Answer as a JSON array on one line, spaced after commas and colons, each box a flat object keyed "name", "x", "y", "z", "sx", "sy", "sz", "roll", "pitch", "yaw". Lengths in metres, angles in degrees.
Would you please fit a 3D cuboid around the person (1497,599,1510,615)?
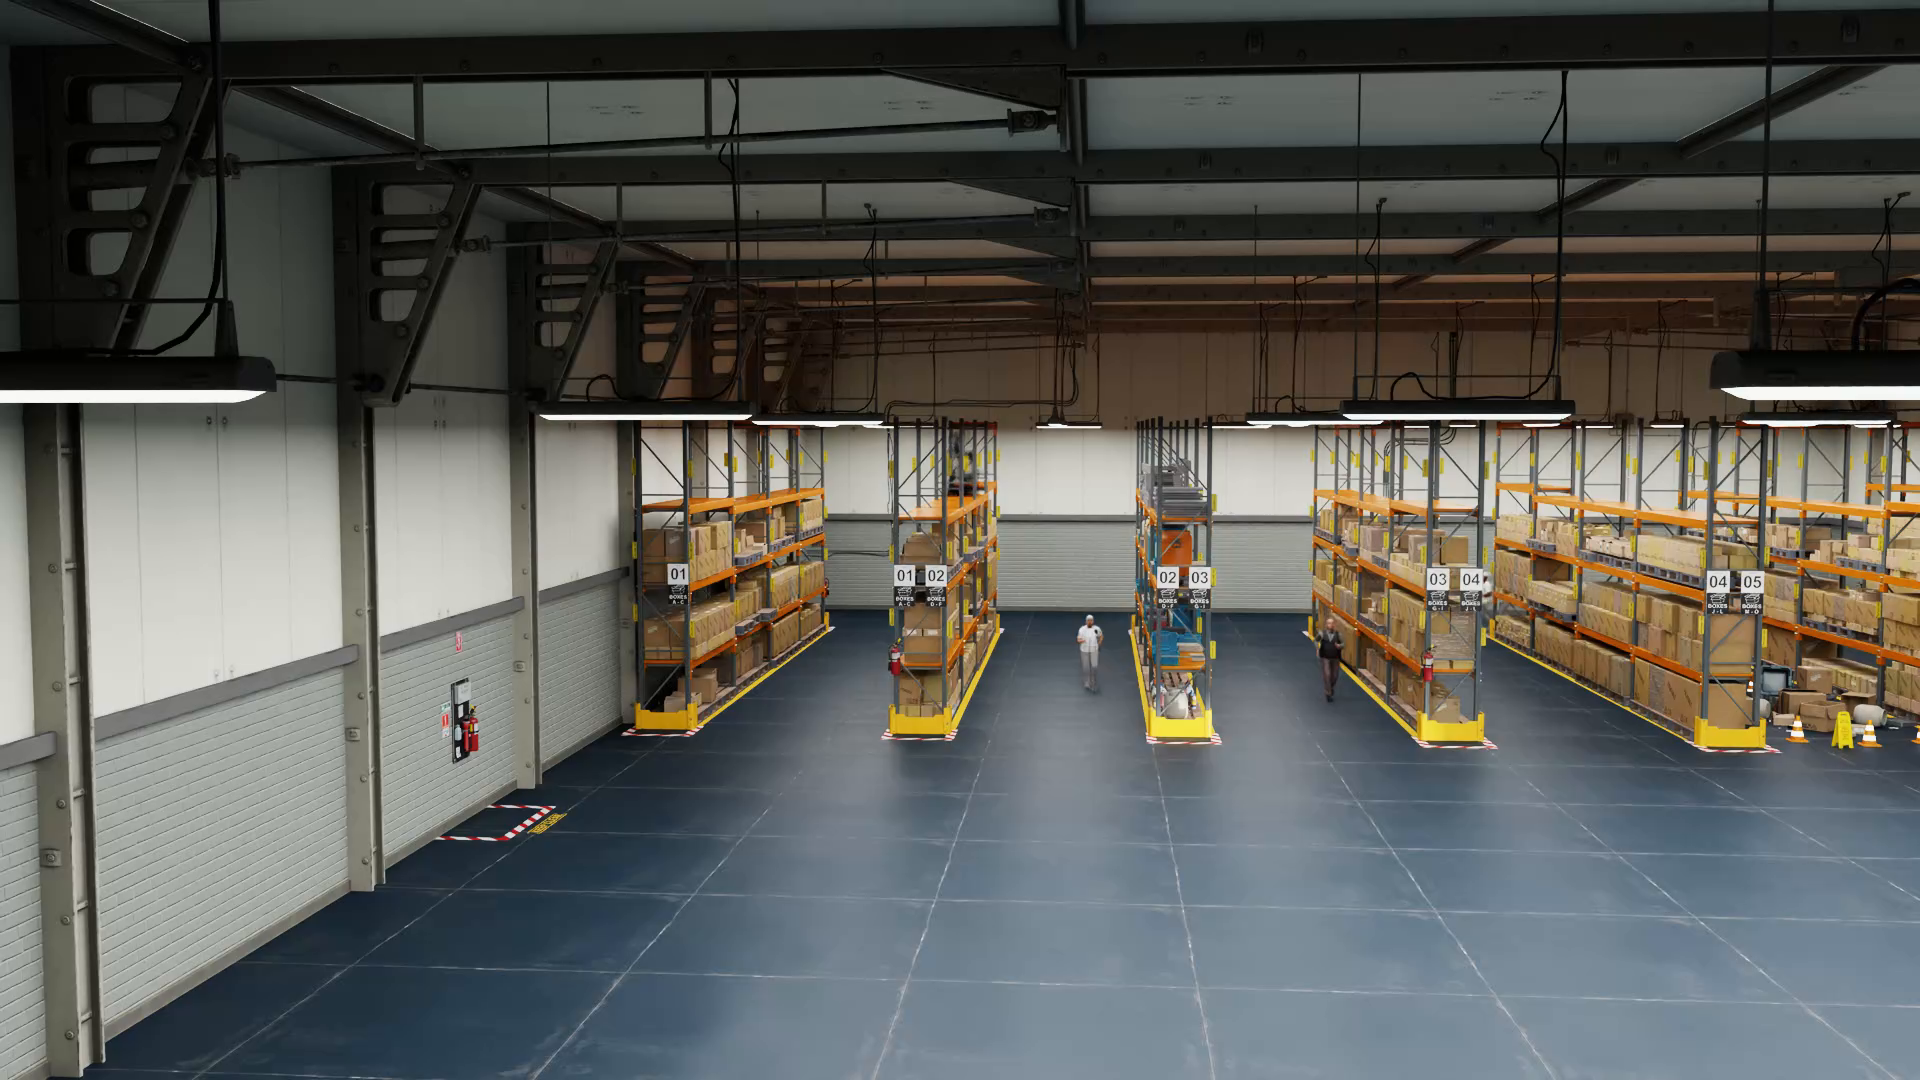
[{"name": "person", "x": 15.525, "y": 1.791, "z": 47.415, "sx": 0.681, "sy": 1.742, "sz": 0.553, "roll": -1, "pitch": 4, "yaw": -10}]

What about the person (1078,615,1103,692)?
[{"name": "person", "x": 2.876, "y": 2.504, "z": 36.789, "sx": 0.554, "sy": 1.705, "sz": 0.759, "roll": 0, "pitch": 4, "yaw": 7}]

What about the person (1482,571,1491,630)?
[{"name": "person", "x": 14.867, "y": 1.766, "z": 47.225, "sx": 0.847, "sy": 1.772, "sz": 0.713, "roll": -1, "pitch": 4, "yaw": -16}]

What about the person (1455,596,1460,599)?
[{"name": "person", "x": 13.336, "y": 1.955, "z": 44.194, "sx": 0.662, "sy": 1.748, "sz": 0.587, "roll": 1, "pitch": 4, "yaw": 9}]

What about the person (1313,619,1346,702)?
[{"name": "person", "x": 7.870, "y": 2.531, "z": 35.350, "sx": 0.656, "sy": 1.707, "sz": 0.970, "roll": 0, "pitch": 4, "yaw": 2}]
